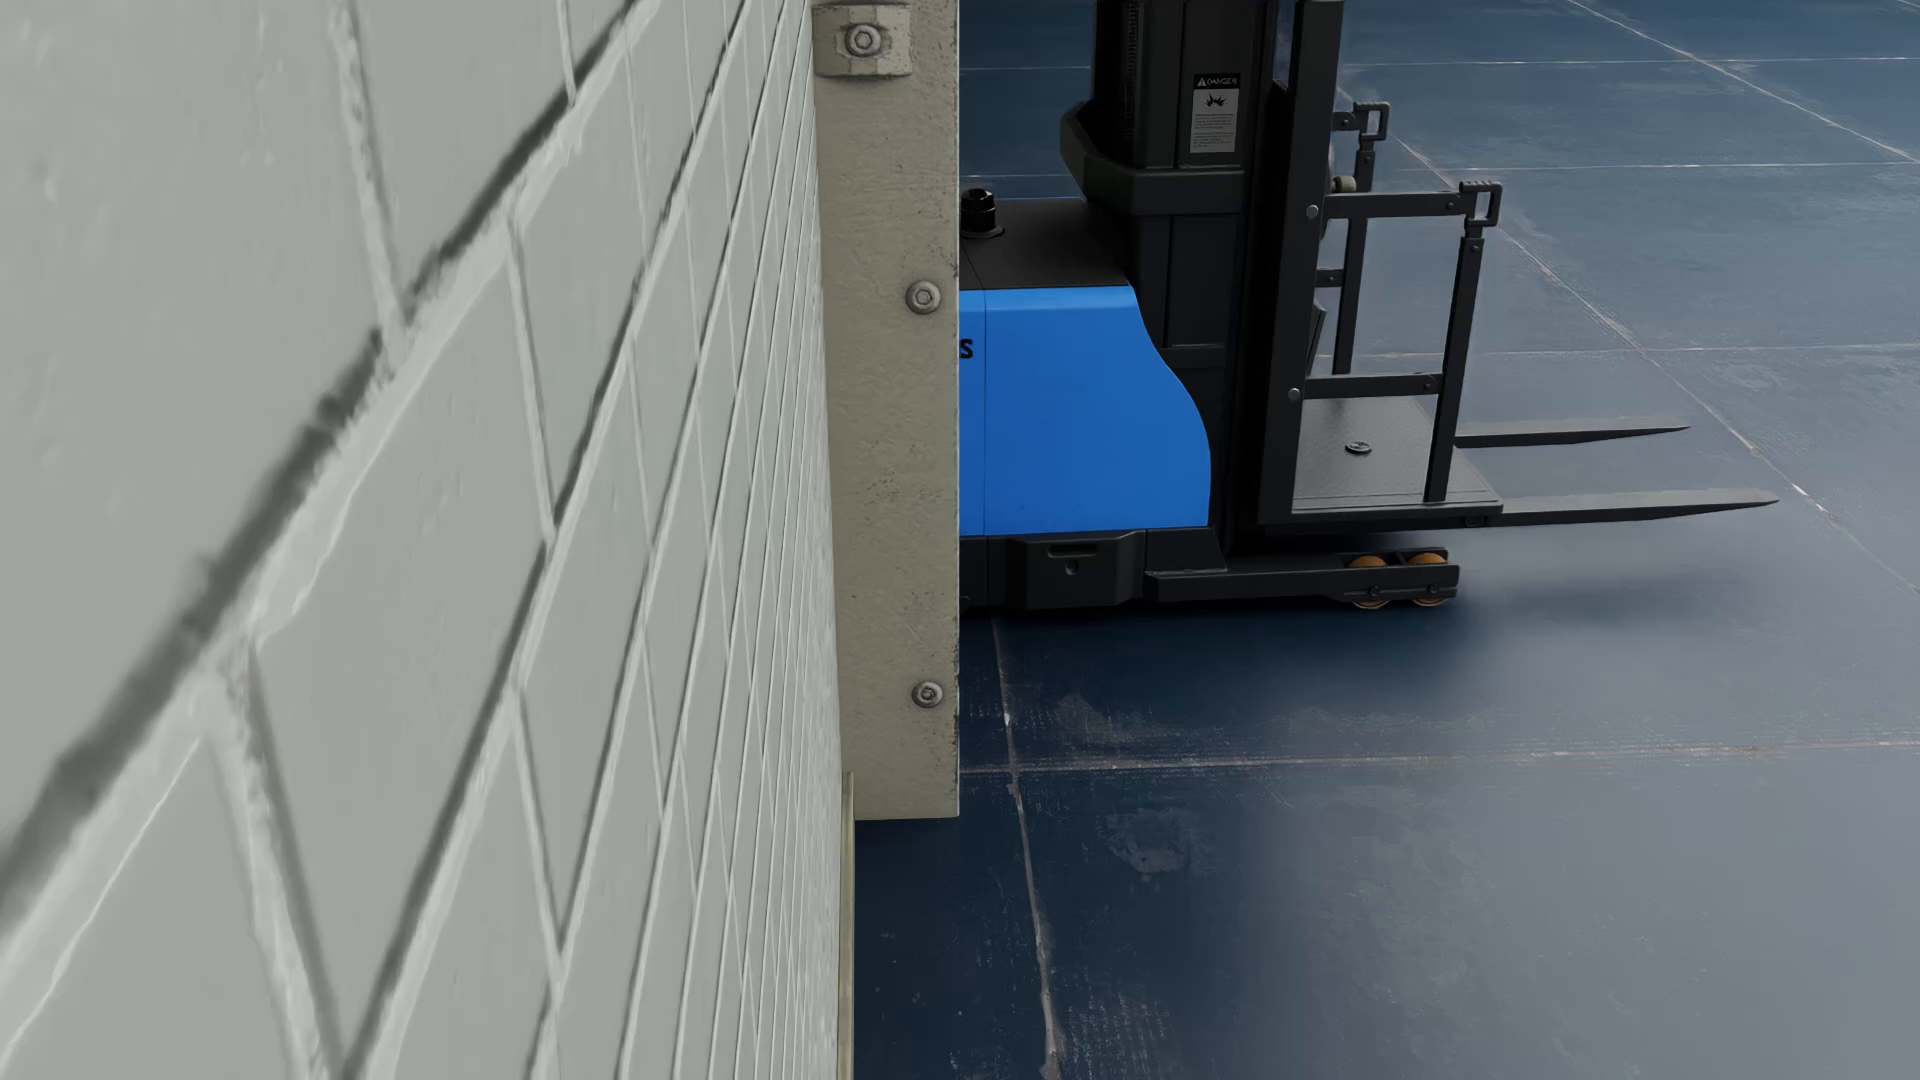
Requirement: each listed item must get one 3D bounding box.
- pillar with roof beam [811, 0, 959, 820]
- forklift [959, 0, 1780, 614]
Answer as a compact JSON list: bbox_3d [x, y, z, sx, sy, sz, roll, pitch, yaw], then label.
[{"bbox_3d":[4.132,-3.462,2.612,9.100,9.000,0.400,-1,28,-3],"label":"pillar with roof beam"},{"bbox_3d":[1.164,-1.321,5.069,3.031,2.935,1.130,-3,28,-5],"label":"forklift"}]
